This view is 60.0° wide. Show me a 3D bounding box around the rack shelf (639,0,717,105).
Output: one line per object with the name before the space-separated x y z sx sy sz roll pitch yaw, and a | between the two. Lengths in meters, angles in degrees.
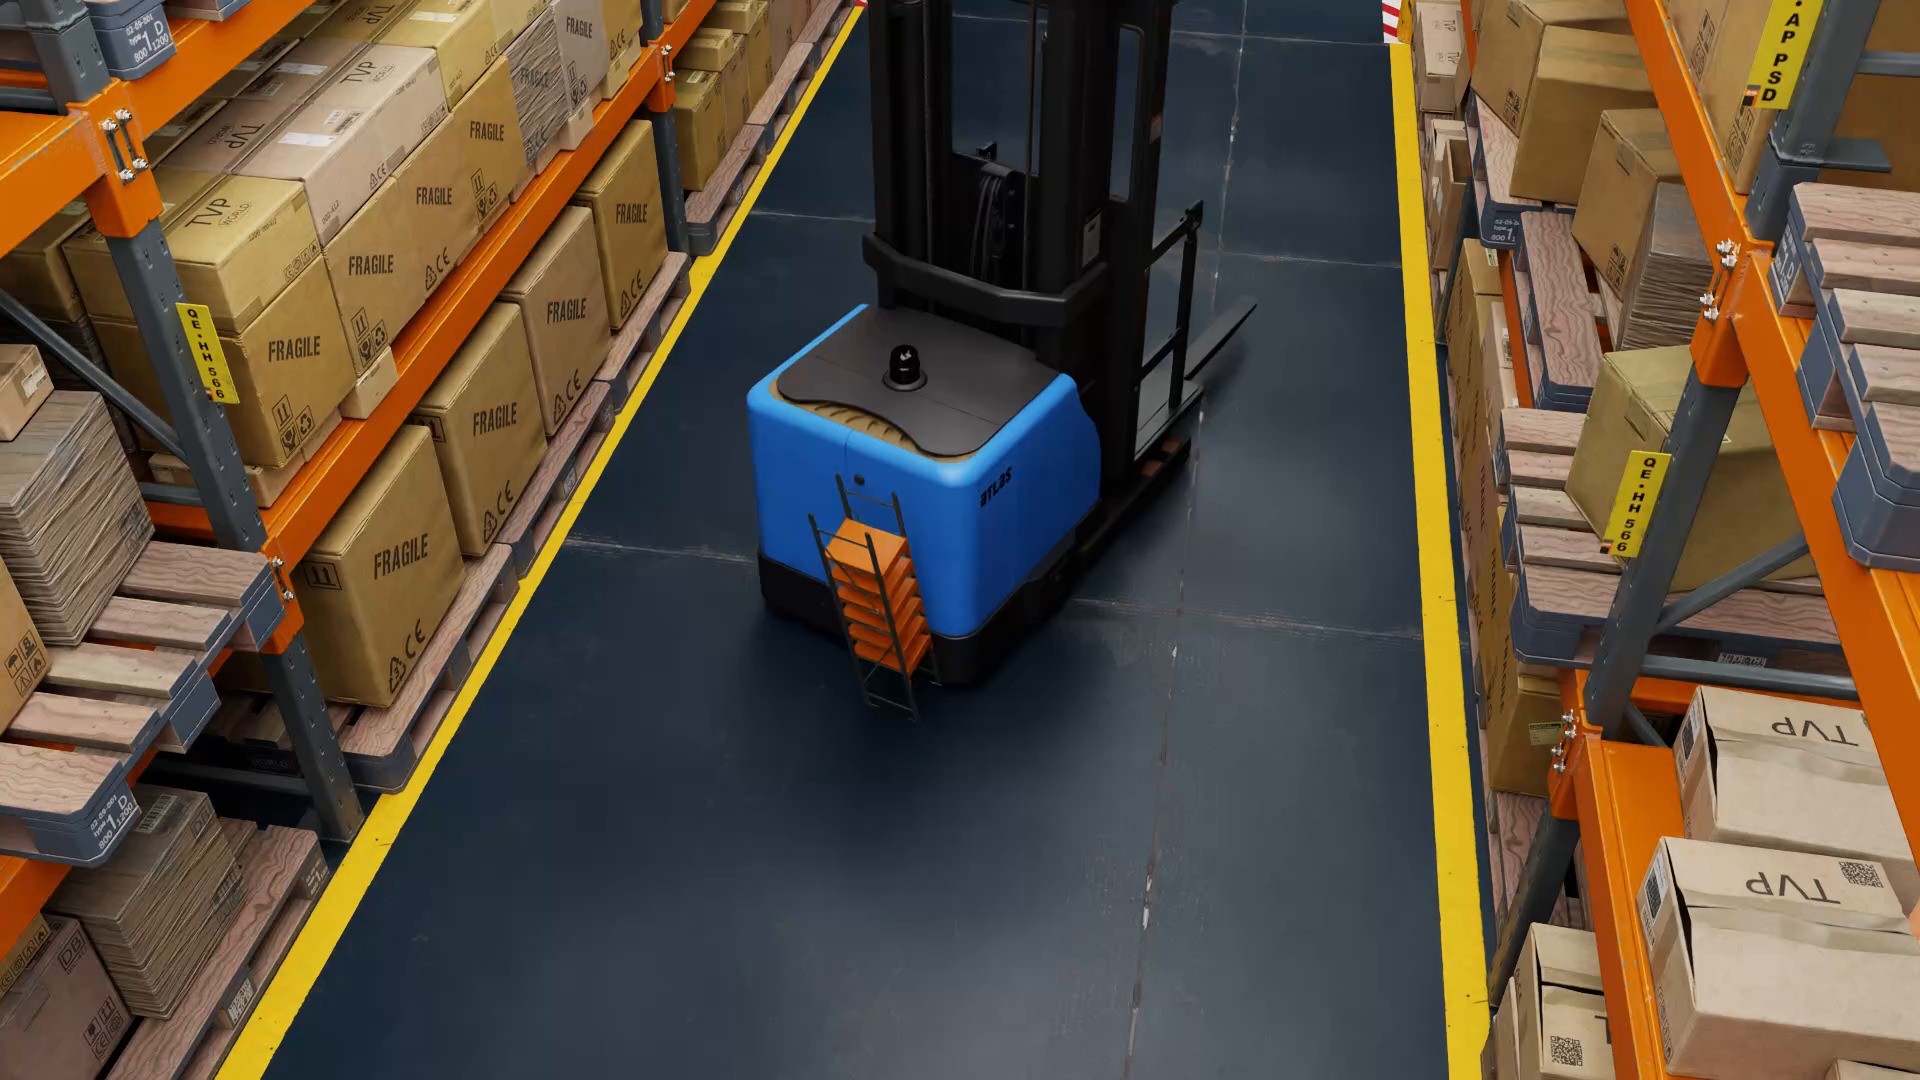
rack shelf | -1.617 -3.649 9.874 1.077 0.370 4.000 6 40 8

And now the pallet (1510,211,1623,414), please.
pallet | 2.556 -0.764 5.970 1.003 0.211 1.213 6 40 8

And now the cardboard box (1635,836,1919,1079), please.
cardboard box | 1.878 0.957 3.808 0.500 0.311 0.500 6 40 7

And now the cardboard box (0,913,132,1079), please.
cardboard box | -2.933 1.401 4.818 0.700 0.500 0.500 6 40 8

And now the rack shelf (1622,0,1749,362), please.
rack shelf | 2.570 -1.751 5.224 1.077 0.370 4.000 6 40 8

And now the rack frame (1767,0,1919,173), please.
rack frame | 2.224 -1.929 2.521 1.000 3.000 0.127 6 40 8

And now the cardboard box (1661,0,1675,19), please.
cardboard box | 2.445 -1.735 4.562 0.910 0.500 0.500 6 40 8

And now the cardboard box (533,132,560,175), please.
cardboard box | -1.948 -1.702 7.136 0.380 0.149 0.250 6 40 8

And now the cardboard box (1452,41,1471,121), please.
cardboard box | 3.236 -2.514 9.551 0.797 0.503 0.637 6 40 8

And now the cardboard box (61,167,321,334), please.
cardboard box | -2.318 -0.885 5.050 0.500 0.250 0.500 7 40 9

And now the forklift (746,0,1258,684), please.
forklift | 0.399 -1.479 6.739 1.130 2.935 3.031 22 45 25

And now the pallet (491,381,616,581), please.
pallet | -2.232 -0.336 7.491 1.003 0.211 1.213 6 40 8

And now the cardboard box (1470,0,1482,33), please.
cardboard box | 2.838 -2.831 8.242 0.500 0.500 0.500 7 40 9

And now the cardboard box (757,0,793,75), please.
cardboard box | -1.467 -3.300 10.519 0.700 0.500 0.500 5 40 6

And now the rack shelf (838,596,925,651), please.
rack shelf | -0.283 0.267 6.045 0.258 0.103 0.180 19 58 21

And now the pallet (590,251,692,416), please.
pallet | -2.023 -1.104 8.419 1.003 0.211 1.213 6 40 8

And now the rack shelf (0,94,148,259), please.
rack shelf | -3.002 0.216 2.846 1.077 0.370 4.000 6 40 8

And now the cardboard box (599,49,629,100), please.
cardboard box | -1.764 -2.178 7.711 0.380 0.149 0.250 7 40 8

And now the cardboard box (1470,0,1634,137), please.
cardboard box | 2.614 -2.055 6.973 0.700 0.500 0.500 -6 40 -7

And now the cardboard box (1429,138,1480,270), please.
cardboard box | 2.735 -1.722 8.595 0.500 0.500 0.500 6 40 8

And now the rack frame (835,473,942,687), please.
rack frame | -0.247 0.173 6.055 0.240 1.200 0.006 19 58 21

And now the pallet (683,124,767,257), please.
pallet | -1.755 -2.065 9.582 1.003 0.211 1.213 6 40 8

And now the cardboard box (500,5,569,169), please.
cardboard box | -1.969 -1.879 6.841 0.500 0.500 0.500 6 40 8

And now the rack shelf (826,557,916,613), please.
rack shelf | -0.311 0.122 5.855 0.258 0.103 0.180 19 58 21

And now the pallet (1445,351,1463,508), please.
pallet | 2.813 -0.538 7.735 1.003 0.211 1.213 6 40 8

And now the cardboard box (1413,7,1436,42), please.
cardboard box | 3.154 -3.333 10.806 0.380 0.166 0.250 6 40 8

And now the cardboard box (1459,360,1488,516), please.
cardboard box | 2.417 -0.408 7.006 0.500 0.500 0.500 7 40 8

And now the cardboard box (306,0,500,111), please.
cardboard box | -2.066 -1.840 6.205 0.500 0.250 0.500 6 40 7

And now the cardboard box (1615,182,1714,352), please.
cardboard box | 2.568 -0.778 5.429 0.700 0.500 0.500 14 42 16

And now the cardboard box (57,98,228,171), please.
cardboard box | -2.739 -1.248 5.490 0.500 0.250 0.500 5 40 6

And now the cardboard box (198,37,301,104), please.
cardboard box | -2.647 -1.570 5.879 0.500 0.250 0.500 5 40 7

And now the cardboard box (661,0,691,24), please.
cardboard box | -1.854 -3.125 8.441 0.980 0.700 0.700 7 40 8

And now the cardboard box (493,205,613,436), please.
cardboard box | -2.099 -1.024 7.492 0.750 0.750 0.750 8 40 9

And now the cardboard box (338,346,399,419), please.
cardboard box | -2.189 -0.567 5.764 0.380 0.149 0.250 8 40 9

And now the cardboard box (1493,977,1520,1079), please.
cardboard box | 1.844 1.577 4.816 0.500 0.250 0.500 6 40 8

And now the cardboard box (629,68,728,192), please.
cardboard box | -1.733 -2.328 9.343 0.700 0.500 0.500 7 40 8

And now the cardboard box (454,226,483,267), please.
cardboard box | -2.116 -1.217 6.549 0.380 0.149 0.250 7 40 8

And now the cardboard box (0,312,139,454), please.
cardboard box | -2.834 -0.647 5.351 0.500 0.500 0.500 7 40 8

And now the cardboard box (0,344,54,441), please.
cardboard box | -2.686 -0.399 4.446 0.380 0.149 0.250 2 40 2

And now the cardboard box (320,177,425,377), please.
cardboard box | -2.220 -0.926 5.688 0.500 0.500 0.500 8 40 9

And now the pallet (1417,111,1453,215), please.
pallet | 3.245 -2.251 9.807 1.003 0.211 1.213 6 40 8

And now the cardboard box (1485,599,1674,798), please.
cardboard box | 2.155 0.564 5.830 0.500 0.500 0.500 8 40 9

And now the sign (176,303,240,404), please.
sign | -2.120 -0.523 4.681 0.100 0.325 0.005 6 40 8

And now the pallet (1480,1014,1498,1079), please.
pallet | 2.043 1.970 4.701 1.003 0.211 1.213 6 40 8

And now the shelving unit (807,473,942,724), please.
shelving unit | -0.288 0.241 6.010 0.258 1.200 0.189 19 58 21

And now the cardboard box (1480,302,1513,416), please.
cardboard box | 2.419 -0.718 6.792 0.500 0.250 0.500 6 40 8

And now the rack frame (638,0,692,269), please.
rack frame | -1.963 -2.671 8.127 1.000 3.000 0.127 6 40 8
